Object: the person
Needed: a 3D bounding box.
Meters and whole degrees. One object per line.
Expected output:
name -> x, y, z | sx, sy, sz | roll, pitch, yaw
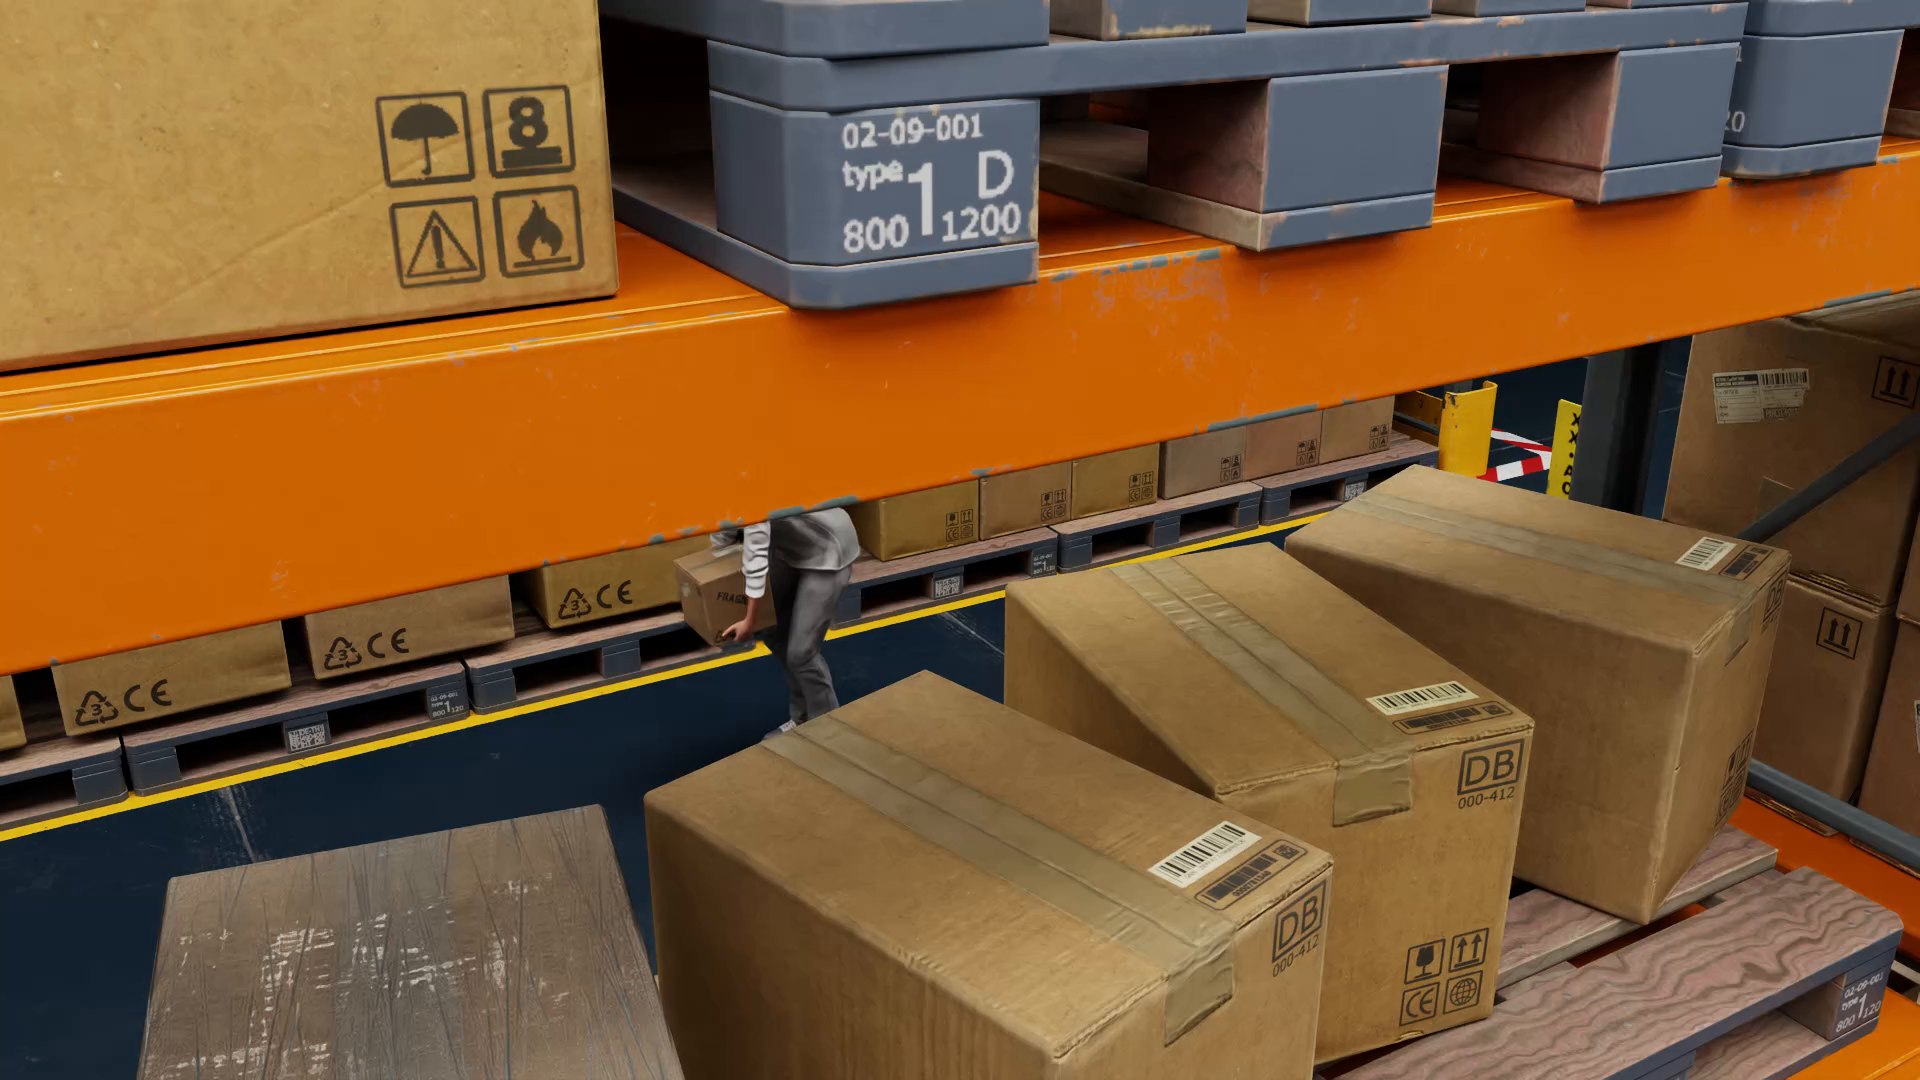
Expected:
person -> -0.689, 0.174, 5.910 | 0.690, 1.424, 0.376 | -13, 25, -29
